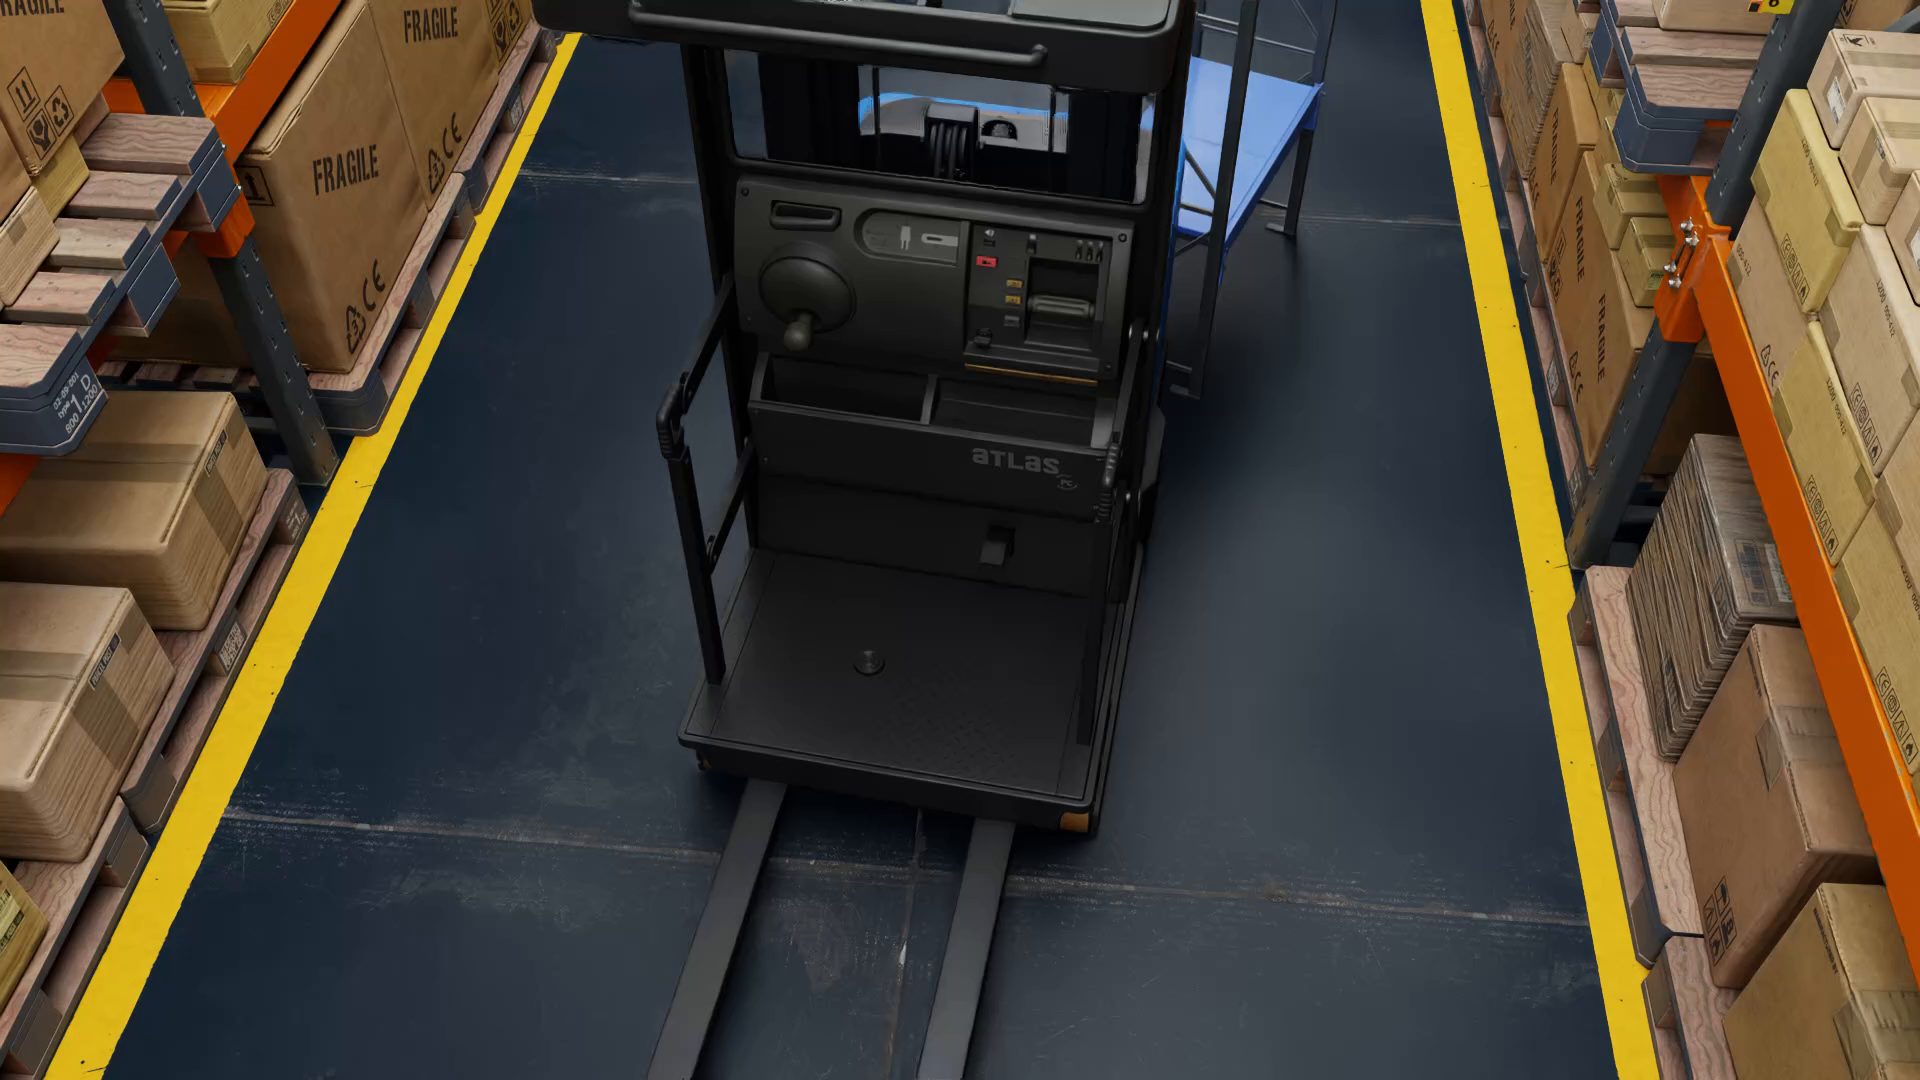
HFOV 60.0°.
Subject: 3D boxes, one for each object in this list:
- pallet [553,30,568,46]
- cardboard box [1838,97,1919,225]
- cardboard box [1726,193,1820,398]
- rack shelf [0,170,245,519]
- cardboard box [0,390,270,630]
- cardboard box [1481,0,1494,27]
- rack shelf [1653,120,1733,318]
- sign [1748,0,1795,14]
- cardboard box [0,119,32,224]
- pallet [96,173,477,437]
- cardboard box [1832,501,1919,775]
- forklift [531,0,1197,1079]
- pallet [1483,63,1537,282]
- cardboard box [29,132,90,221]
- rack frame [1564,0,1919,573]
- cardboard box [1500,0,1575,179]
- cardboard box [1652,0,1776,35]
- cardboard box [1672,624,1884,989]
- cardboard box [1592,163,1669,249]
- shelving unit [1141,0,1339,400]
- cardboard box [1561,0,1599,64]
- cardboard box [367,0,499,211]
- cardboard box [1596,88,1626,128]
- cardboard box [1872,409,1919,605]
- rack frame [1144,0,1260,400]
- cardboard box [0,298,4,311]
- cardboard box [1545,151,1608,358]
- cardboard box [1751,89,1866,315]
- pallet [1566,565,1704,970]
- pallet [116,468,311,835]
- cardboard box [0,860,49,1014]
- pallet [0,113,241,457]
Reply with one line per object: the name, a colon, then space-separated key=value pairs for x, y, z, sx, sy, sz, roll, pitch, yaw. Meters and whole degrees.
pallet: x=-2.176 y=-2.683 z=7.560 sx=1.003 sy=0.211 sz=1.213 roll=4 pitch=48 yaw=4
cardboard box: x=2.053 y=-0.767 z=3.412 sx=0.380 sy=0.149 sz=0.250 roll=5 pitch=48 yaw=4
cardboard box: x=2.114 y=-0.565 z=3.836 sx=0.500 sy=0.250 sz=0.500 roll=4 pitch=48 yaw=4
rack shelf: x=-2.727 y=0.456 z=3.288 sx=1.077 sy=0.370 sz=4.000 roll=4 pitch=48 yaw=4
cardboard box: x=-2.607 y=-0.097 z=4.802 sx=0.950 sy=0.372 sz=0.625 roll=1 pitch=48 yaw=1
cardboard box: x=2.456 y=-2.430 z=6.850 sx=0.500 sy=0.500 sz=0.500 roll=3 pitch=48 yaw=3
rack shelf: x=2.580 y=-2.152 z=5.673 sx=1.077 sy=0.370 sz=4.000 roll=4 pitch=48 yaw=4
sign: x=1.857 y=-1.319 z=3.693 sx=0.100 sy=0.325 sz=0.005 roll=4 pitch=48 yaw=4
cardboard box: x=-2.346 y=-0.799 z=3.394 sx=0.500 sy=0.500 sz=0.500 roll=3 pitch=48 yaw=3
pallet: x=-2.398 y=-0.890 z=5.921 sx=1.003 sy=0.211 sz=1.213 roll=4 pitch=48 yaw=4
cardboard box: x=2.024 y=0.183 z=3.151 sx=0.500 sy=0.250 sz=0.500 roll=2 pitch=48 yaw=2
forklift: x=-0.111 y=-0.502 z=3.723 sx=1.130 sy=2.935 sz=3.031 roll=8 pitch=48 yaw=8
pallet: x=2.618 y=-1.424 z=6.410 sx=1.003 sy=0.211 sz=1.213 roll=4 pitch=48 yaw=4
cardboard box: x=-2.293 y=-0.855 z=3.885 sx=0.380 sy=0.149 sz=0.250 roll=5 pitch=48 yaw=4
rack frame: x=2.398 y=-0.925 z=4.064 sx=1.000 sy=3.000 sz=0.127 roll=4 pitch=48 yaw=4
cardboard box: x=2.352 y=-1.683 z=6.166 sx=0.500 sy=0.500 sz=0.500 roll=2 pitch=48 yaw=2
cardboard box: x=2.076 y=-1.491 z=4.466 sx=0.380 sy=0.149 sz=0.250 roll=5 pitch=48 yaw=4
cardboard box: x=2.276 y=0.673 z=3.927 sx=0.875 sy=0.625 sz=0.625 roll=5 pitch=48 yaw=5
cardboard box: x=2.185 y=-1.025 z=5.124 sx=0.380 sy=0.149 sz=0.250 roll=2 pitch=48 yaw=2
shelving unit: x=0.824 y=-1.411 z=5.524 sx=0.538 sy=1.500 sz=1.048 roll=20 pitch=51 yaw=17
cardboard box: x=2.340 y=-1.795 z=5.829 sx=0.380 sy=0.149 sz=0.250 roll=2 pitch=48 yaw=2
cardboard box: x=-2.314 y=-1.838 z=6.054 sx=0.875 sy=0.875 sz=0.875 roll=4 pitch=48 yaw=4
cardboard box: x=2.322 y=-1.406 z=5.473 sx=0.380 sy=0.149 sz=0.250 roll=5 pitch=48 yaw=5
cardboard box: x=2.002 y=0.017 z=2.964 sx=0.500 sy=0.250 sz=0.500 roll=3 pitch=48 yaw=3
rack frame: x=0.601 y=-1.074 z=5.216 sx=0.500 sy=1.500 sz=0.032 roll=20 pitch=51 yaw=17
cardboard box: x=-2.302 y=-0.482 z=3.544 sx=0.380 sy=0.149 sz=0.250 roll=2 pitch=48 yaw=2
cardboard box: x=2.279 y=-0.916 z=5.464 sx=0.500 sy=0.500 sz=0.500 roll=3 pitch=48 yaw=3
cardboard box: x=2.090 y=-0.735 z=3.653 sx=0.500 sy=0.250 sz=0.500 roll=4 pitch=48 yaw=3
pallet: x=2.284 y=0.618 z=4.542 sx=1.003 sy=0.211 sz=1.213 roll=4 pitch=48 yaw=4
pallet: x=-2.618 y=0.259 z=4.870 sx=1.003 sy=0.211 sz=1.213 roll=4 pitch=48 yaw=4
cardboard box: x=-2.741 y=1.003 z=3.796 sx=0.950 sy=0.372 sz=0.625 roll=5 pitch=48 yaw=5
pallet: x=-2.504 y=-0.661 z=3.952 sx=1.213 sy=0.211 sz=1.003 roll=4 pitch=48 yaw=4
